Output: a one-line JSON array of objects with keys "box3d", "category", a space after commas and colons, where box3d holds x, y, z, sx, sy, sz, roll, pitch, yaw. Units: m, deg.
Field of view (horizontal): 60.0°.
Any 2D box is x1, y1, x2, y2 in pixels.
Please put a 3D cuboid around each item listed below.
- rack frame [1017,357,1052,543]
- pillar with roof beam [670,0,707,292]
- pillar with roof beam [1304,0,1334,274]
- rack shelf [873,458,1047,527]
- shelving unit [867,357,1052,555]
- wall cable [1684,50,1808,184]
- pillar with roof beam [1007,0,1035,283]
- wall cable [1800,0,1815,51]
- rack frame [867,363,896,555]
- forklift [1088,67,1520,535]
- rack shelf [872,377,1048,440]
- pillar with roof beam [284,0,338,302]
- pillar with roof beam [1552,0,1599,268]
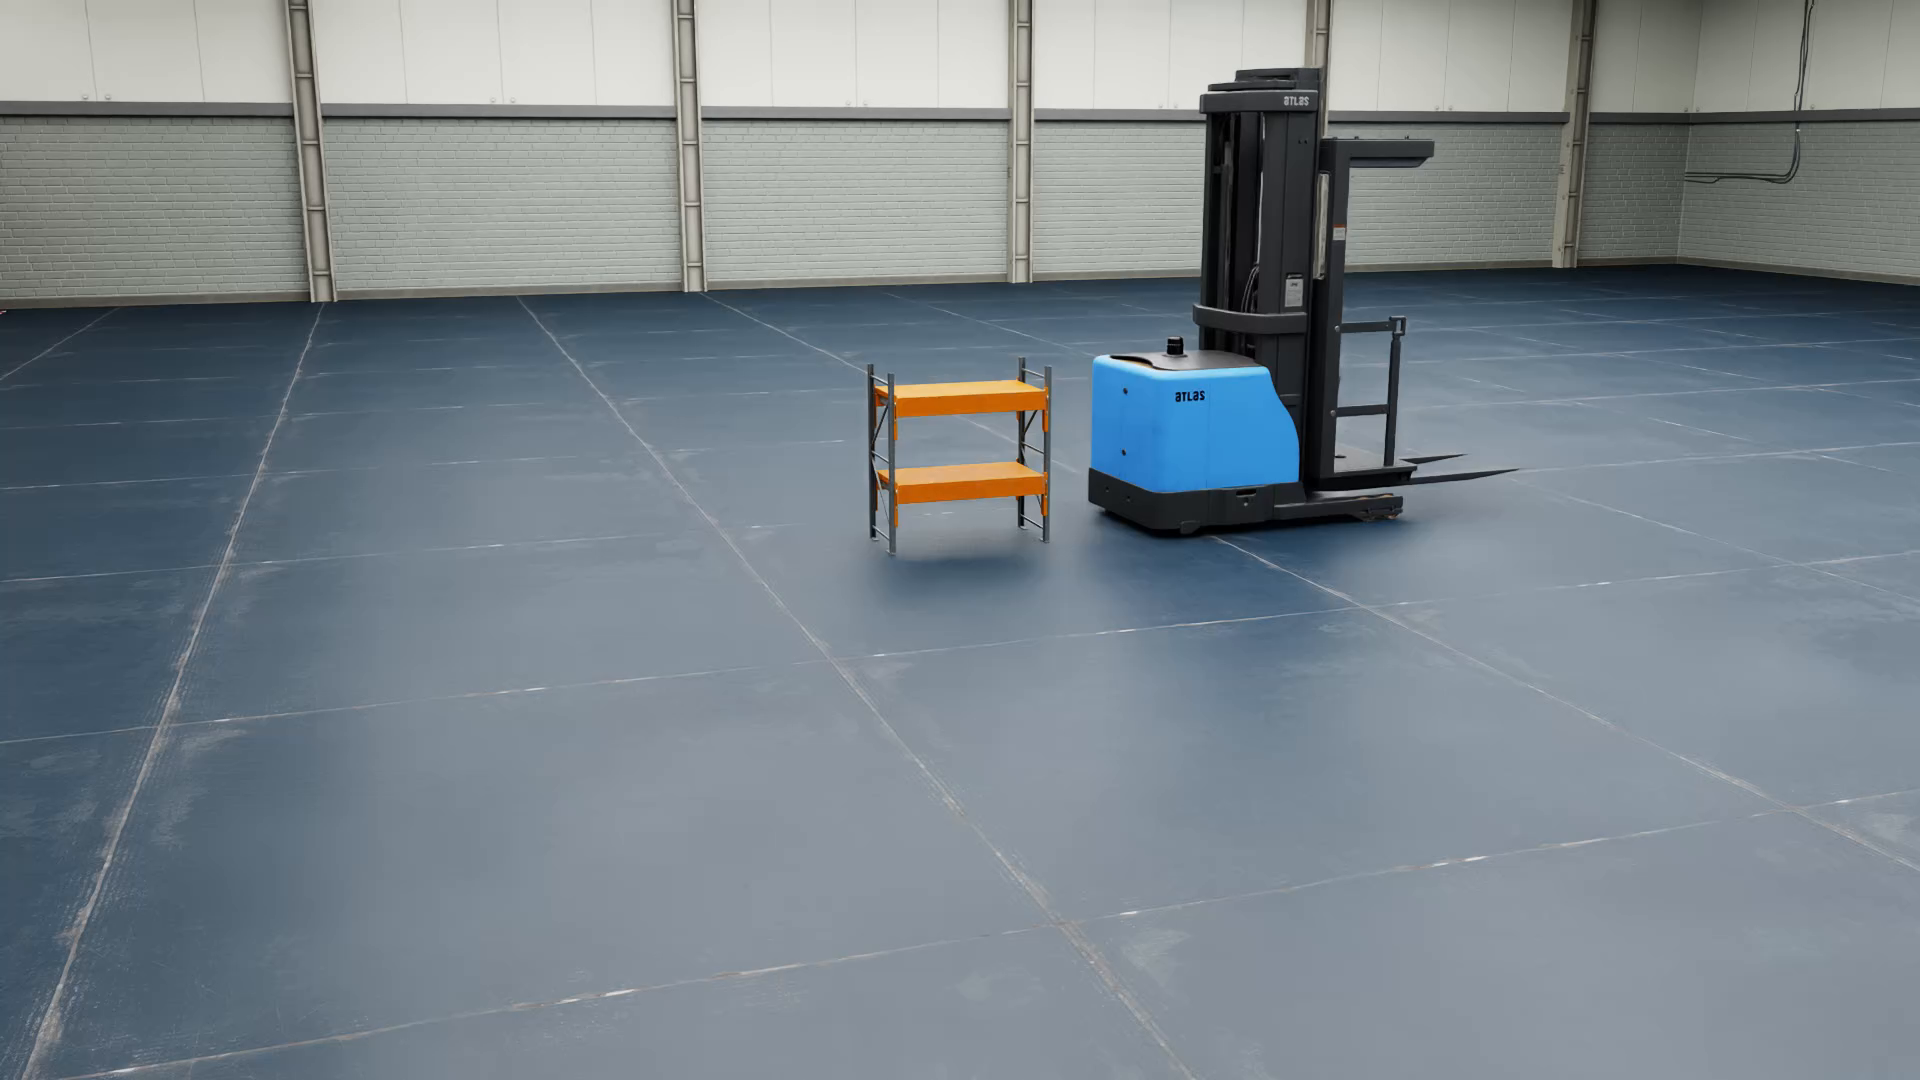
[{"box3d": [0.475, -0.584, 10.668, 0.032, 1.125, 0.500, -4, 14, -18], "category": "rack frame"}, {"box3d": [-3.218, -7.741, 23.739, 0.400, 9.000, 9.100, -4, 14, -18], "category": "pillar with roof beam"}, {"box3d": [8.155, -8.626, 27.462, 0.400, 9.000, 9.100, -4, 14, -18], "category": "pillar with roof beam"}, {"box3d": [-0.006, -0.309, 10.567, 1.000, 0.278, 0.538, -4, 14, -18], "category": "rack shelf"}, {"box3d": [-0.006, -0.547, 10.511, 1.048, 1.125, 0.538, -4, 14, -18], "category": "shelving unit"}, {"box3d": [15.683, -8.430, 33.348, 0.112, 2.526, 3.097, -4, 14, -18], "category": "wall cable"}, {"box3d": [2.469, -8.183, 25.601, 0.400, 9.000, 9.100, -4, 14, -18], "category": "pillar with roof beam"}, {"box3d": [16.546, -10.294, 30.269, 0.112, 2.526, 3.097, -4, 14, -18], "category": "wall cable"}, {"box3d": [-0.488, -0.509, 10.353, 0.032, 1.125, 0.500, -4, 14, -18], "category": "rack frame"}, {"box3d": [2.452, -1.657, 11.275, 3.031, 2.935, 1.130, -5, 14, -21], "category": "forklift"}, {"box3d": [-0.006, -0.831, 10.443, 1.000, 0.278, 0.538, -4, 14, -18], "category": "rack shelf"}, {"box3d": [-8.905, -7.298, 21.877, 0.400, 9.000, 9.100, -4, 14, -18], "category": "pillar with roof beam"}, {"box3d": [13.842, -9.069, 29.324, 0.400, 9.000, 9.100, -4, 14, -18], "category": "pillar with roof beam"}]
